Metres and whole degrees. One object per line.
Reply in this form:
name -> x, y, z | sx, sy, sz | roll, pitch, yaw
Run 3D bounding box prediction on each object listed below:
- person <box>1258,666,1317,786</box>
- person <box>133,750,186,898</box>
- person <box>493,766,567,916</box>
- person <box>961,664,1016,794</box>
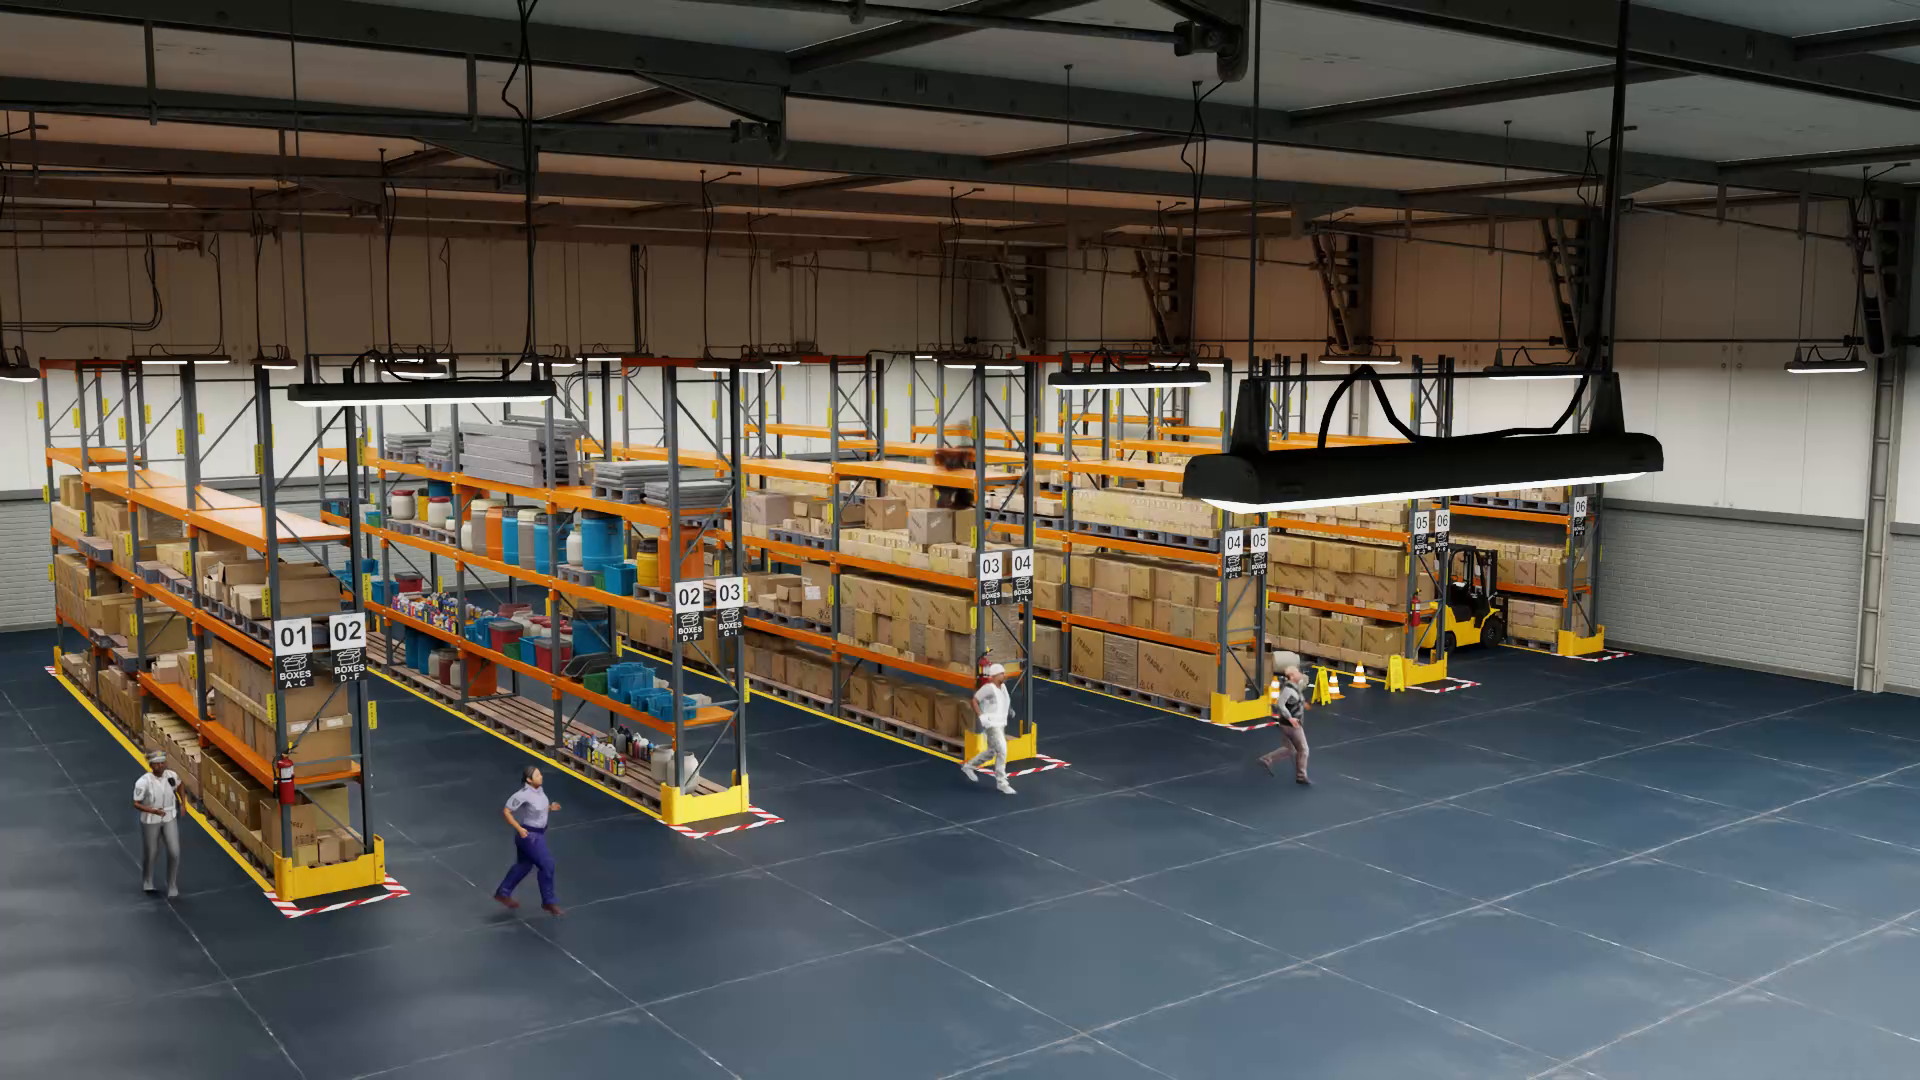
person -> 4.685, 2.644, 23.745 | 0.843, 1.728, 0.654 | 1, 7, 7
person -> -9.112, 3.242, 18.979 | 0.584, 1.743, 0.703 | -6, 9, -40
person -> -4.778, 3.323, 18.412 | 0.814, 1.702, 0.581 | -1, 7, -6
person -> 0.451, 2.654, 23.565 | 0.884, 1.816, 0.724 | 3, 8, 24
